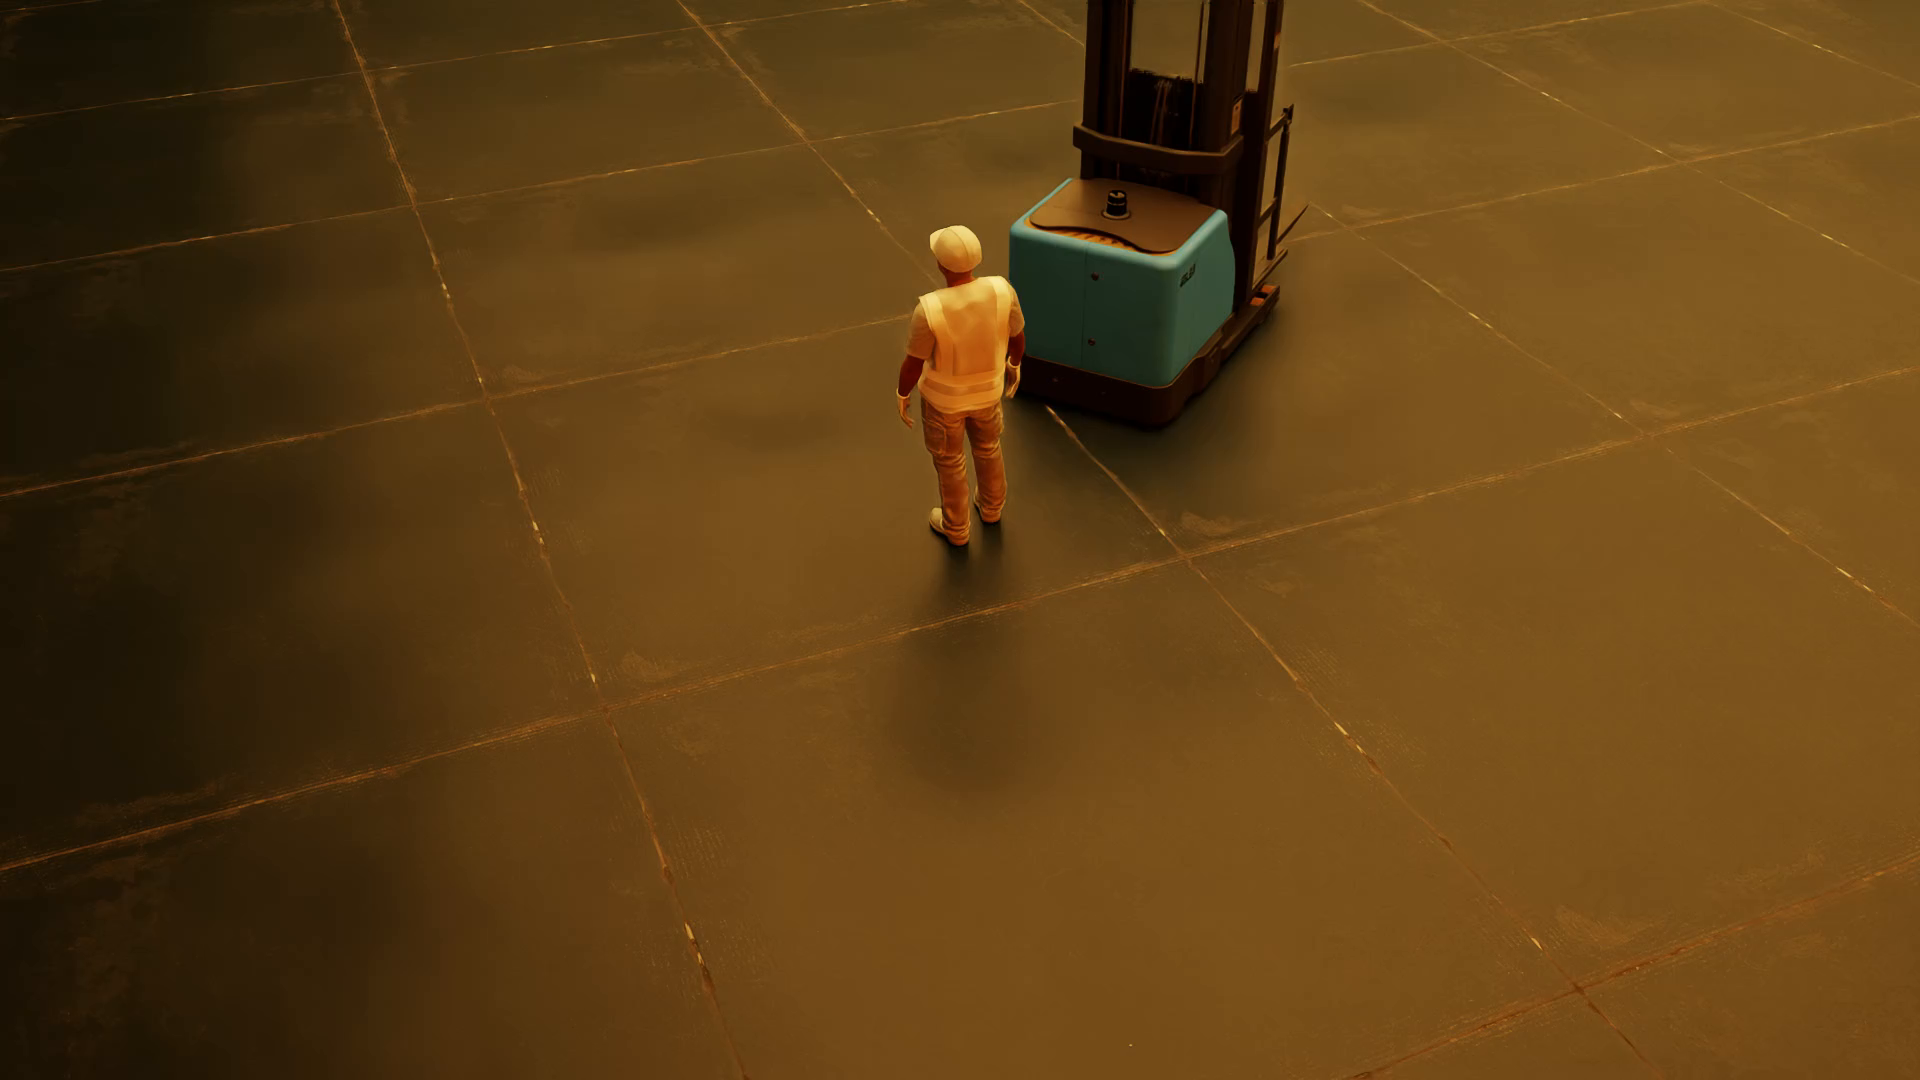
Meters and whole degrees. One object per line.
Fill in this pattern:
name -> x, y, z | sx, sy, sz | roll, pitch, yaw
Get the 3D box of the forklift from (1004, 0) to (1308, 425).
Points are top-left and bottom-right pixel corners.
forklift -> 1.404, -2.682, 9.871 | 1.130, 2.935, 3.031 | 17, 39, 23

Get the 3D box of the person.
person -> -0.021, -0.773, 8.164 | 0.656, 1.784, 0.575 | -14, 38, -19
